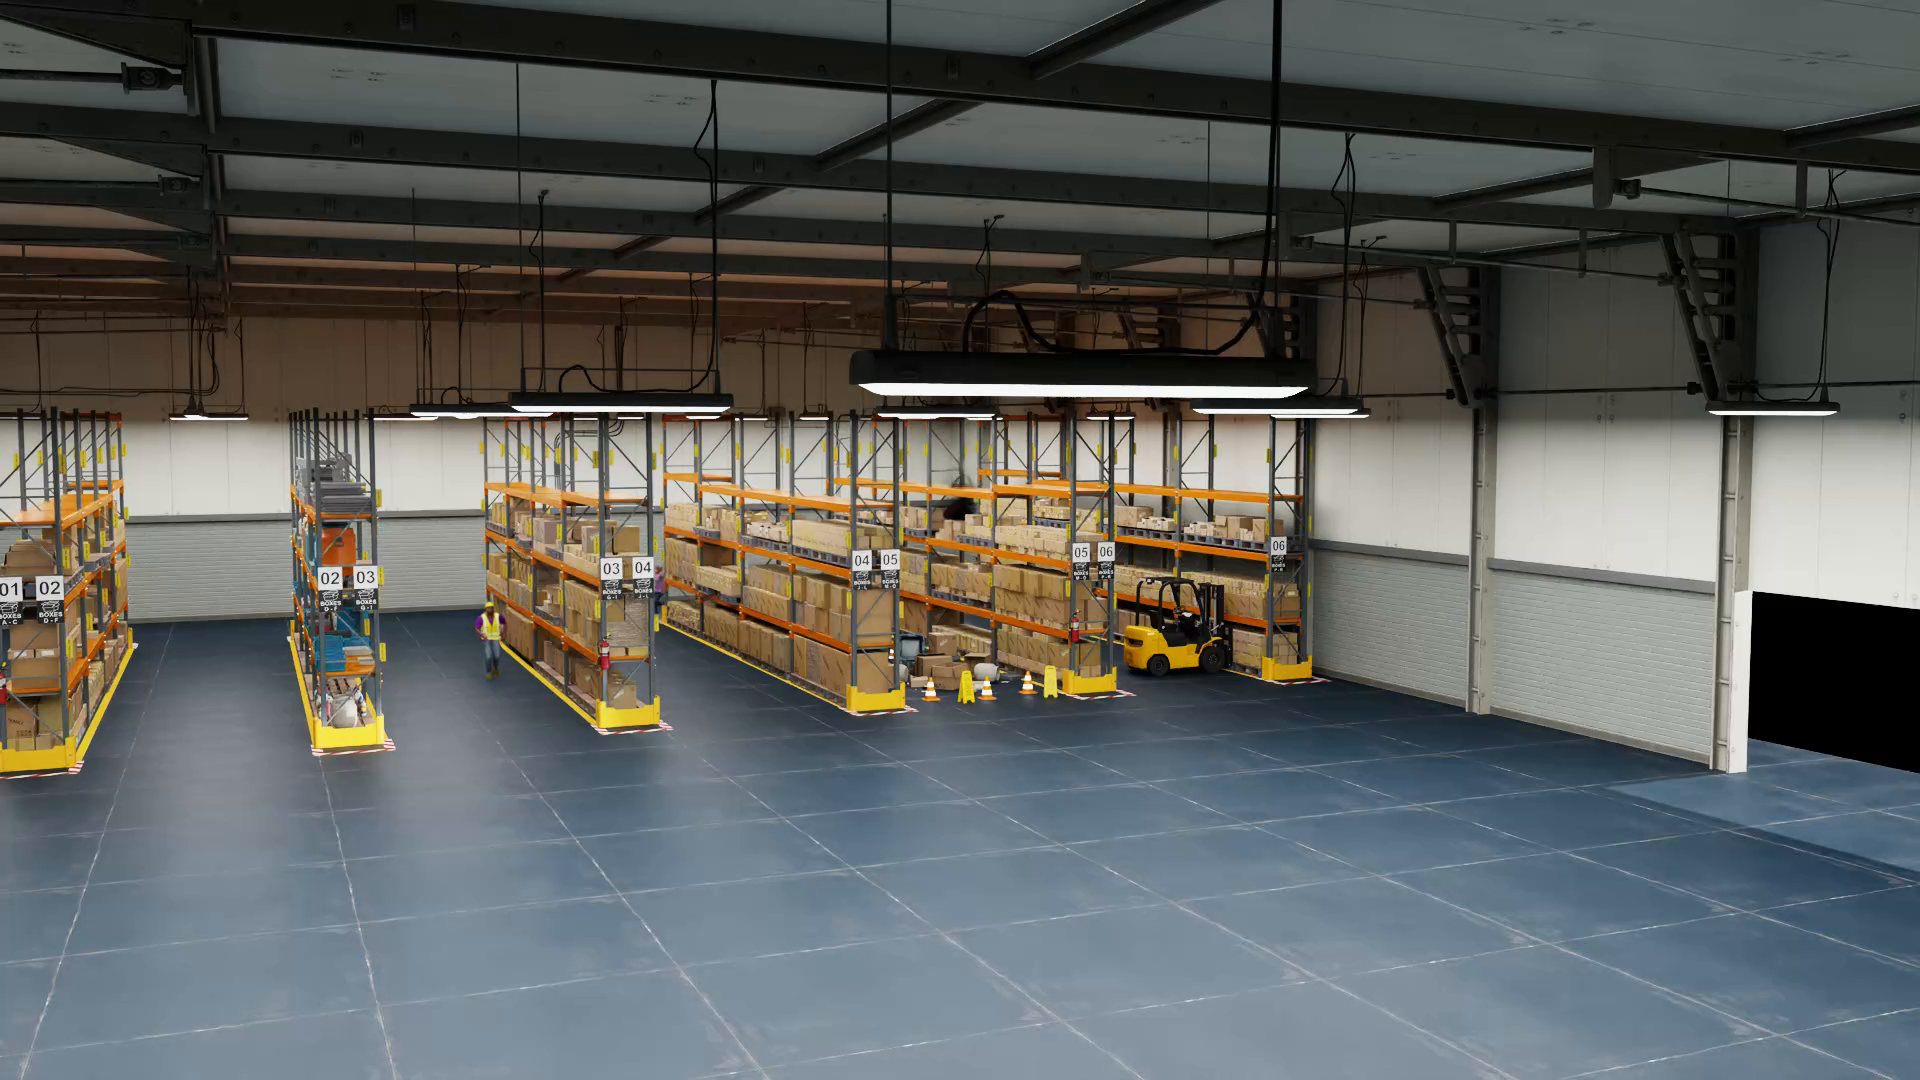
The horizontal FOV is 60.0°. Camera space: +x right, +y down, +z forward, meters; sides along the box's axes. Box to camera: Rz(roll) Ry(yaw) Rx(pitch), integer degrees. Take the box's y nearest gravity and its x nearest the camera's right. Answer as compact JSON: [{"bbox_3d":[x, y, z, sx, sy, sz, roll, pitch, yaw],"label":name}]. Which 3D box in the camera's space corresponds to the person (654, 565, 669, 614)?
[{"bbox_3d":[-8.827,1.534,48.822,0.680,1.590,0.577,-4,6,-44],"label":"person"}]

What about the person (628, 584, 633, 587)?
[{"bbox_3d":[-9.503,1.688,48.363,0.467,1.329,0.563,-3,5,-40],"label":"person"}]

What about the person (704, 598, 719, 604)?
[{"bbox_3d":[-7.351,1.401,49.088,0.863,1.804,0.666,1,4,19],"label":"person"}]

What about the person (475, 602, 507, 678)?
[{"bbox_3d":[-10.489,2.242,37.266,0.733,1.718,0.582,-2,4,-23],"label":"person"}]
